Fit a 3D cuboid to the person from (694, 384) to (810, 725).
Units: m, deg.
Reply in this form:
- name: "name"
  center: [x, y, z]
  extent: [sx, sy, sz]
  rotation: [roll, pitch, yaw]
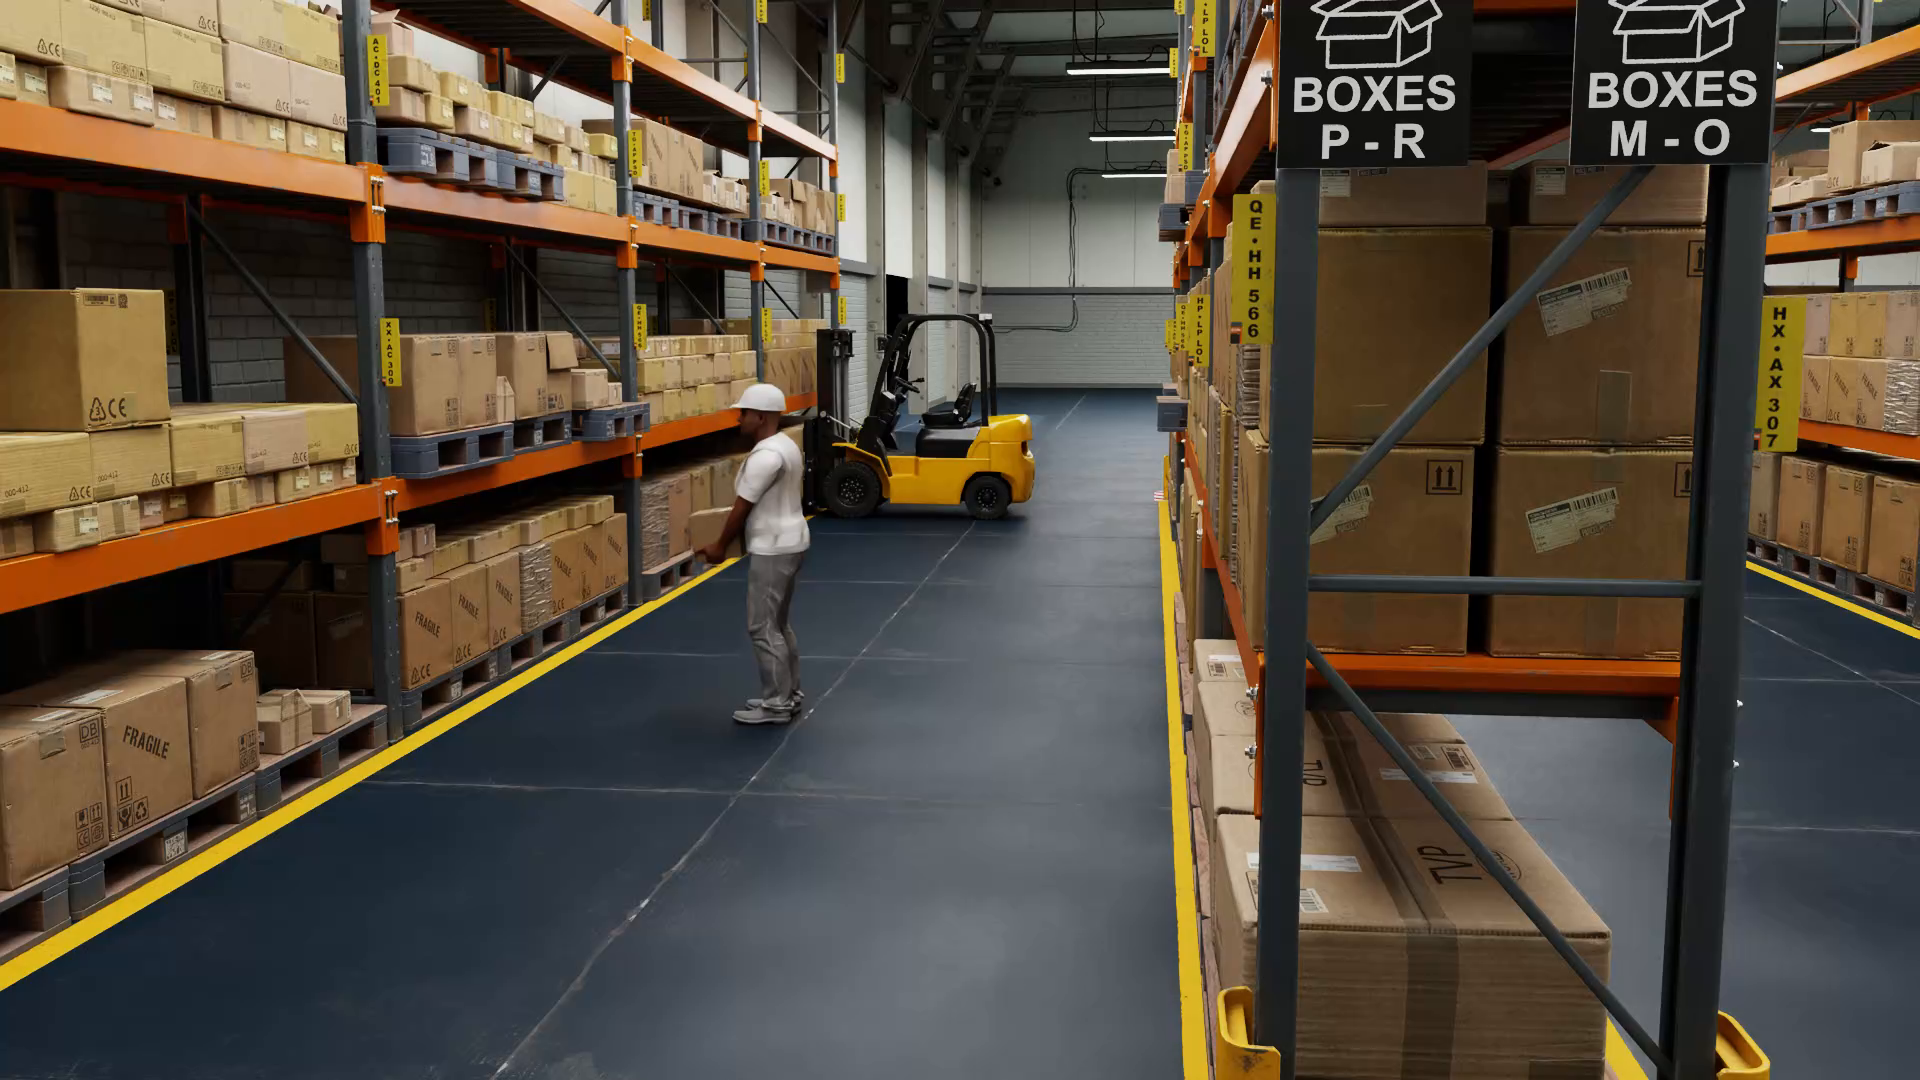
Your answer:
- name: "person"
  center: [-1.082, 0.067, 8.710]
  extent: [0.576, 1.761, 0.505]
  rotation: [1, 8, 5]
